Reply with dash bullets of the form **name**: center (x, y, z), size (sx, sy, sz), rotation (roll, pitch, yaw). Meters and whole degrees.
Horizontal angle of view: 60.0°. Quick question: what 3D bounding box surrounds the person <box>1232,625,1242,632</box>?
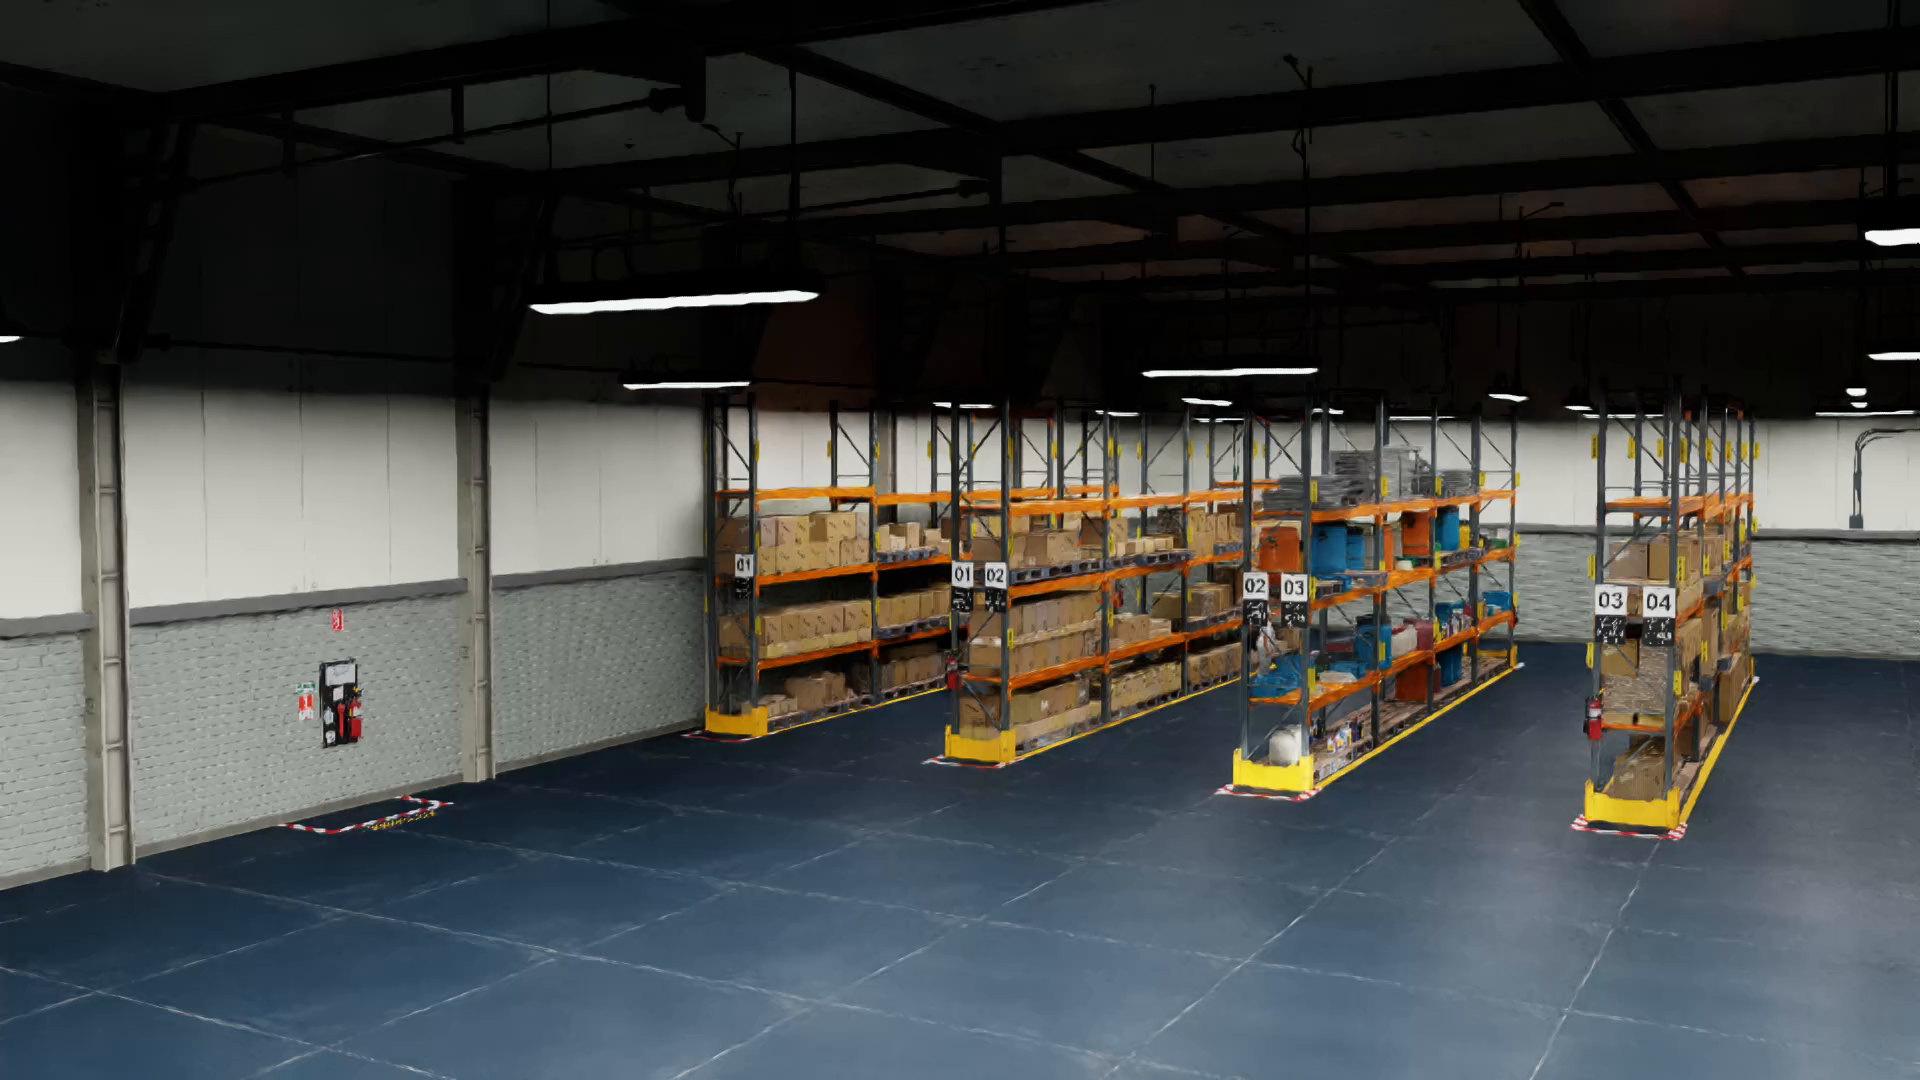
- **person**: center (7.770, 1.703, 45.544), size (0.623, 1.658, 0.437), rotation (-2, 4, -31)

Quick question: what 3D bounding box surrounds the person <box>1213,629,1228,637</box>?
- **person**: center (6.682, 1.805, 42.670), size (0.626, 1.777, 0.461), rotation (-2, 4, -37)

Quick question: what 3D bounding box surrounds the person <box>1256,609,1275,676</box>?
- **person**: center (6.444, 2.272, 34.923), size (0.463, 1.673, 0.576), rotation (0, 3, 8)
